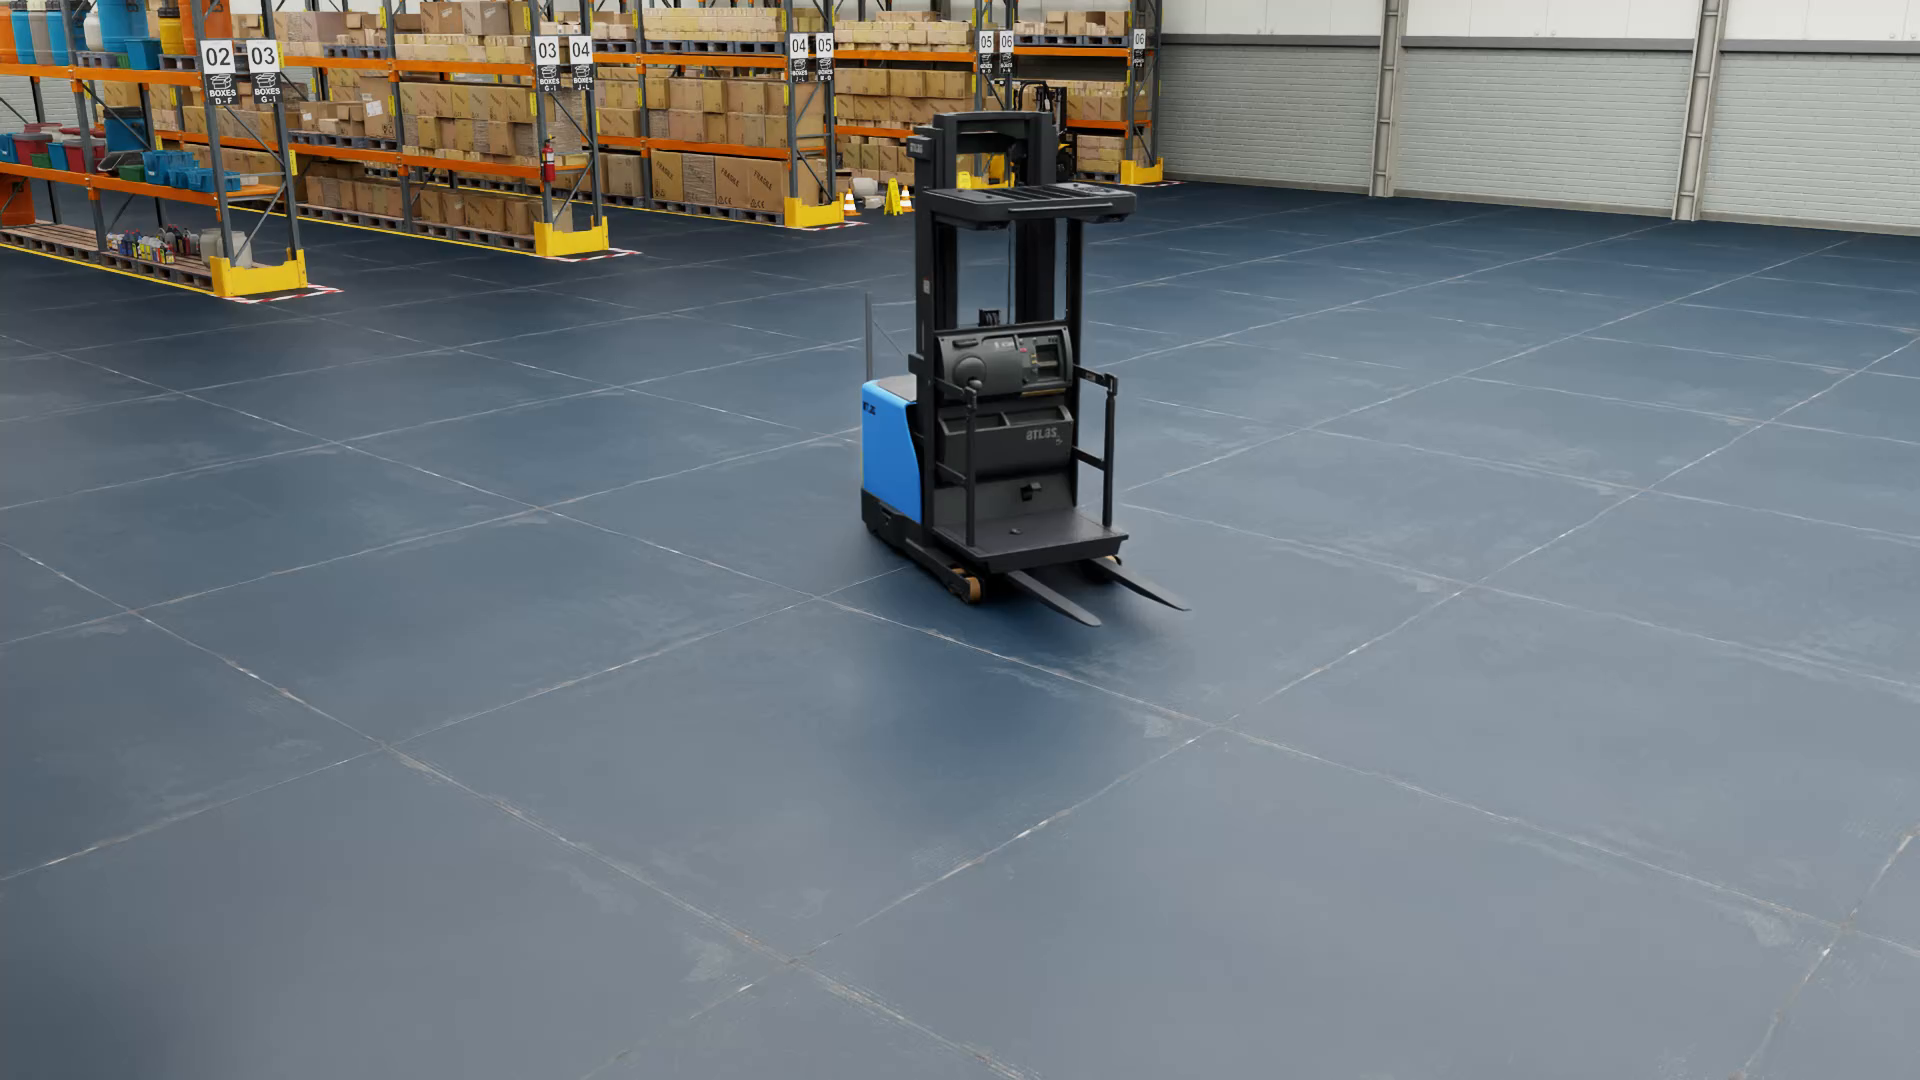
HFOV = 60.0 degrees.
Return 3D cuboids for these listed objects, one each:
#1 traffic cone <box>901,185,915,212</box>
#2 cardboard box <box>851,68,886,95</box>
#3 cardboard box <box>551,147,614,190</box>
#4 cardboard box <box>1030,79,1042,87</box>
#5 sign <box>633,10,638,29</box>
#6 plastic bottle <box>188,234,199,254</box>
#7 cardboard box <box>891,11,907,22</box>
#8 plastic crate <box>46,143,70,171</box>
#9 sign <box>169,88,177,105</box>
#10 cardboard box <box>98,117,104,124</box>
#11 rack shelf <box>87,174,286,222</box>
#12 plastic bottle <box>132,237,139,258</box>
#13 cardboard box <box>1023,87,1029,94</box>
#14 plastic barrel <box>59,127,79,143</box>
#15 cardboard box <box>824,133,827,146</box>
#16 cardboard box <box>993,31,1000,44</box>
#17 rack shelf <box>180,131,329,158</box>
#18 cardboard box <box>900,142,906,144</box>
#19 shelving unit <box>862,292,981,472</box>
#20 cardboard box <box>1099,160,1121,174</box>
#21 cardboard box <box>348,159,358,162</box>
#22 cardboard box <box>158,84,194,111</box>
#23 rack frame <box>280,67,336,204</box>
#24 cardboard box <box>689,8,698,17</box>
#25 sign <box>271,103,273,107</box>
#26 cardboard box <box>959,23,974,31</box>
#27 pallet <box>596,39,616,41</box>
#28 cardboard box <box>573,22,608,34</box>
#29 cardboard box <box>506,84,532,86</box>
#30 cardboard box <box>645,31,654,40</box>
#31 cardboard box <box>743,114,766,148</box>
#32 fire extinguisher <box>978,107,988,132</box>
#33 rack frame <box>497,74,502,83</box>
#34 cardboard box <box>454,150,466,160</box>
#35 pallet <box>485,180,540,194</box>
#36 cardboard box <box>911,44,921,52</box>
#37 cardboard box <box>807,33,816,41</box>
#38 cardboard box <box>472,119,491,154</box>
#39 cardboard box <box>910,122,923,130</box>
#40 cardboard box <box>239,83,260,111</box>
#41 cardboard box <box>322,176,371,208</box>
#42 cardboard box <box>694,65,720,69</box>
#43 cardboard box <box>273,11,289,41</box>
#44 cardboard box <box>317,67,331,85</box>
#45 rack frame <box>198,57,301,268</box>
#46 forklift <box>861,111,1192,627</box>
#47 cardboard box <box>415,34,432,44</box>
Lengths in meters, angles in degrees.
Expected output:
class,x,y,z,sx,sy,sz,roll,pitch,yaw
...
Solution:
class,x,y,z,sx,sy,sz,roll,pitch,yaw
traffic cone,-1.012,-6.377,31.014,0.334,0.463,0.336,15,23,39
cardboard box,-1.791,-9.335,33.832,0.500,0.500,0.700,15,23,40
cardboard box,-7.494,-7.388,33.030,0.750,0.750,1.050,15,23,40
cardboard box,1.778,-10.203,37.148,0.250,0.149,0.380,15,23,38
sign,-5.907,-9.476,30.250,0.005,0.325,0.100,15,23,39
plastic bottle,-11.032,-4.262,23.931,0.135,0.276,0.152,16,23,40
cardboard box,-1.220,-12.287,39.459,0.500,0.500,0.700,14,23,38
plastic crate,-13.241,-5.695,24.698,0.575,0.384,0.392,15,23,39
sign,-15.272,-8.603,32.272,0.005,0.325,0.100,15,23,39
cardboard box,-17.850,-8.816,34.921,0.250,0.149,0.380,15,23,40
rack shelf,-10.713,-4.807,23.063,4.000,0.370,1.077,15,23,39
plastic bottle,-11.644,-4.130,23.504,0.133,0.283,0.061,16,24,42
cardboard box,1.556,-10.107,37.337,0.250,0.149,0.380,16,23,40
plastic barrel,-13.652,-6.092,25.698,0.433,0.535,0.433,0,18,0
cardboard box,-3.263,-10.094,41.969,0.500,0.500,0.500,16,24,42
cardboard box,0.449,-9.772,32.317,0.500,0.250,0.500,15,23,38
rack shelf,-13.409,-7.534,31.655,4.000,0.370,1.077,15,23,39
cardboard box,-1.341,-8.002,34.551,0.500,0.500,0.500,16,23,40
shelving unit,-0.276,-1.066,12.566,0.587,1.500,1.083,-8,19,-24
cardboard box,3.379,-8.147,36.250,0.500,0.250,0.500,15,23,40
cardboard box,-13.791,-8.689,38.123,0.250,0.149,0.380,15,23,40
cardboard box,-15.426,-8.738,32.776,0.500,0.500,0.500,16,24,41
rack frame,-11.913,-7.475,30.281,0.127,3.000,1.000,15,23,39
cardboard box,-4.554,-9.307,29.330,0.250,0.149,0.380,15,23,39
sign,-12.279,-7.901,29.708,0.005,0.325,0.100,15,23,39
cardboard box,0.199,-9.802,31.752,0.250,0.149,0.380,15,23,40
pallet,-8.932,-12.075,39.961,1.213,0.211,1.003,15,23,39
cardboard box,-7.011,-9.711,31.656,0.500,0.311,0.500,14,22,37
cardboard box,-6.904,-6.909,26.187,0.500,0.500,0.500,15,23,39
cardboard box,-5.507,-9.182,30.255,0.250,0.149,0.380,15,23,38
cardboard box,-3.295,-7.212,29.204,0.550,0.550,0.875,15,23,39
fire extinguisher,0.428,-7.947,31.895,0.183,0.674,0.296,15,23,39
rack frame,-11.319,-11.324,42.407,0.127,3.000,1.000,15,23,39
cardboard box,-7.830,-6.143,26.498,0.250,0.149,0.380,15,23,39
pallet,-9.129,-7.405,34.670,1.213,0.211,1.003,15,23,39
cardboard box,-0.744,-9.693,32.725,0.250,0.149,0.380,14,22,38
cardboard box,-2.606,-8.670,28.643,0.250,0.149,0.380,15,23,40
cardboard box,-7.122,-6.359,26.105,0.500,0.500,0.875,15,23,39
cardboard box,-0.777,-8.259,33.166,0.250,0.149,0.380,15,23,39
cardboard box,-12.935,-8.283,31.003,0.637,0.503,0.797,16,23,40
cardboard box,-10.976,-6.255,29.841,0.500,0.500,0.700,13,22,35
cardboard box,-6.744,-12.422,44.385,0.500,0.500,0.500,16,23,41
cardboard box,-11.733,-9.038,29.256,0.500,0.500,0.500,15,23,40
cardboard box,-14.369,-10.699,38.130,0.500,0.500,0.500,15,23,39
rack frame,-9.217,-4.748,21.689,0.127,3.000,1.000,15,23,39
forklift,0.392,-1.153,10.472,1.130,2.935,3.031,-8,19,-25
cardboard box,-8.449,-7.988,26.526,0.250,0.149,0.380,15,23,40
